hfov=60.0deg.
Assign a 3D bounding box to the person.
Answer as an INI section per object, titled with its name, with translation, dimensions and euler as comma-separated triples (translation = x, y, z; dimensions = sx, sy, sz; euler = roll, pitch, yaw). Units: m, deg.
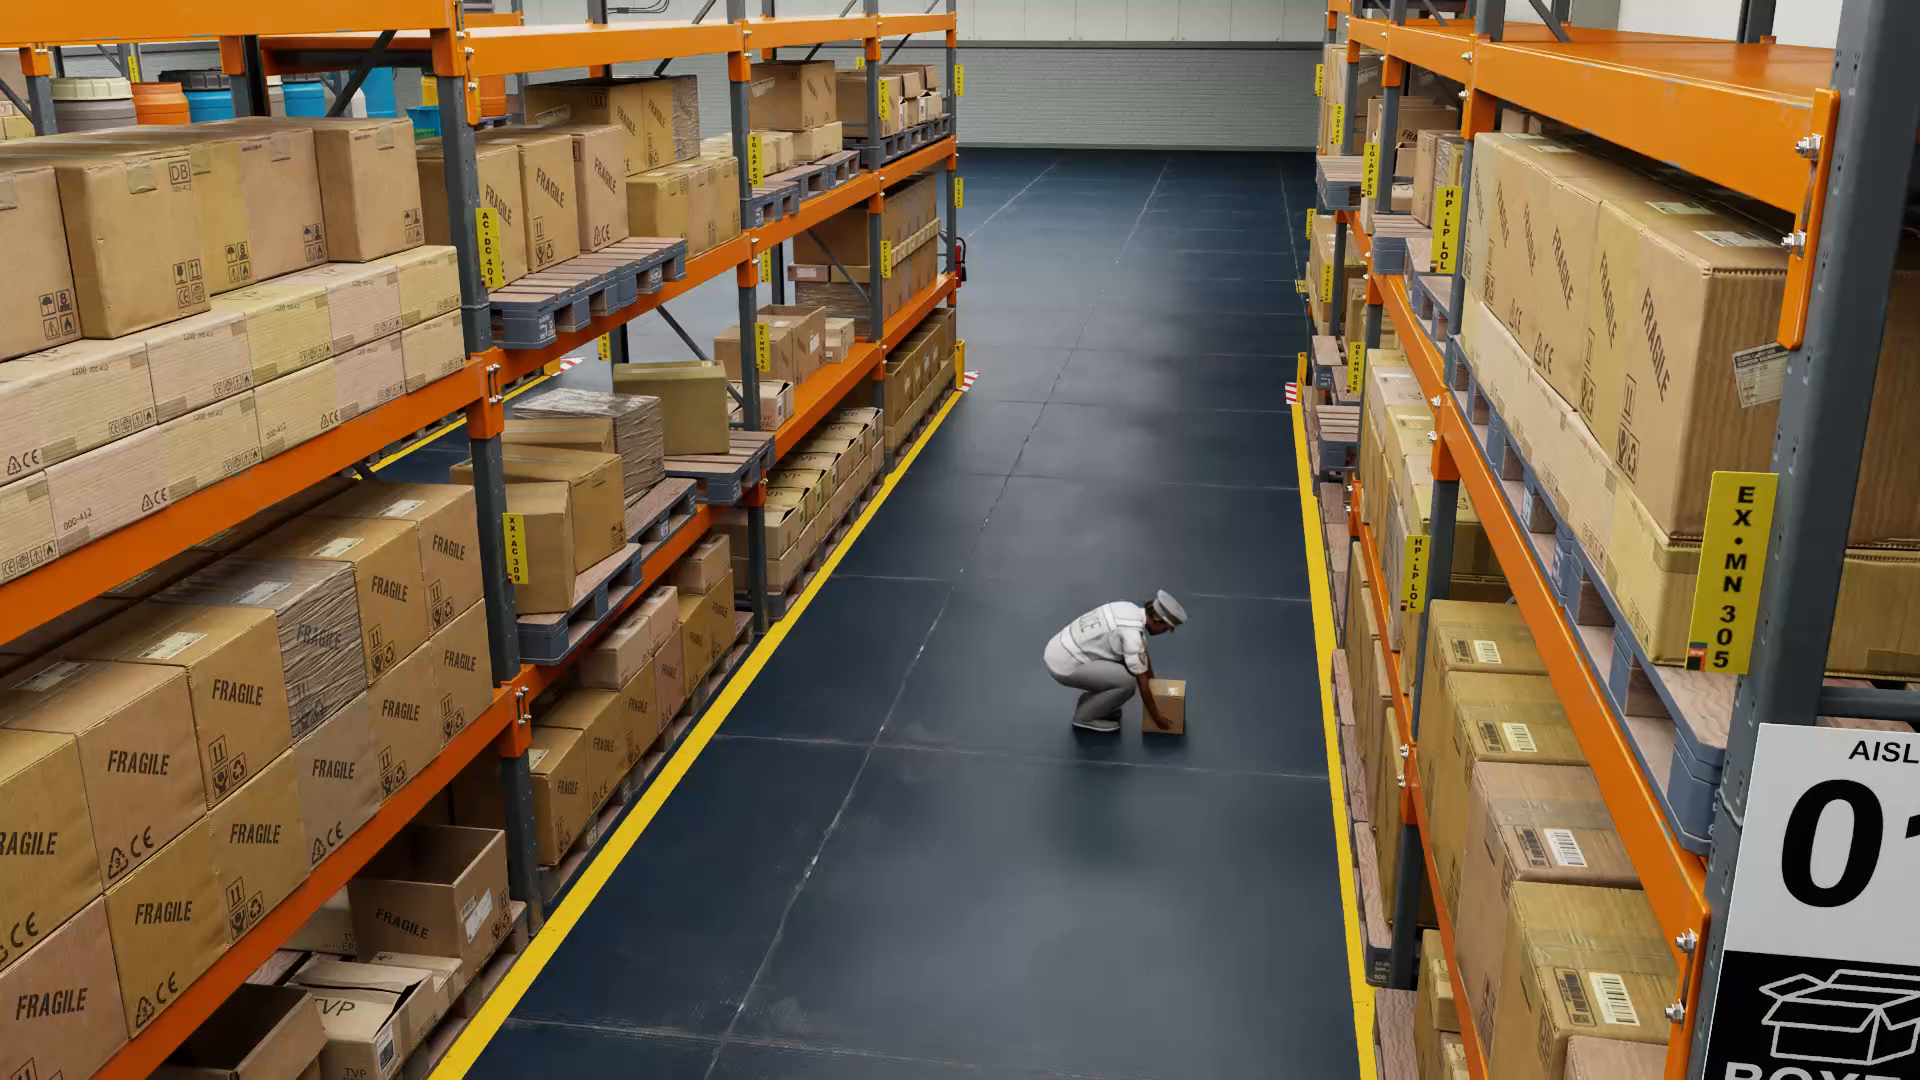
[person]
translation = 0.947, 0.726, 10.155
dimensions = 0.863, 0.852, 0.471
euler = 3, 18, 9
